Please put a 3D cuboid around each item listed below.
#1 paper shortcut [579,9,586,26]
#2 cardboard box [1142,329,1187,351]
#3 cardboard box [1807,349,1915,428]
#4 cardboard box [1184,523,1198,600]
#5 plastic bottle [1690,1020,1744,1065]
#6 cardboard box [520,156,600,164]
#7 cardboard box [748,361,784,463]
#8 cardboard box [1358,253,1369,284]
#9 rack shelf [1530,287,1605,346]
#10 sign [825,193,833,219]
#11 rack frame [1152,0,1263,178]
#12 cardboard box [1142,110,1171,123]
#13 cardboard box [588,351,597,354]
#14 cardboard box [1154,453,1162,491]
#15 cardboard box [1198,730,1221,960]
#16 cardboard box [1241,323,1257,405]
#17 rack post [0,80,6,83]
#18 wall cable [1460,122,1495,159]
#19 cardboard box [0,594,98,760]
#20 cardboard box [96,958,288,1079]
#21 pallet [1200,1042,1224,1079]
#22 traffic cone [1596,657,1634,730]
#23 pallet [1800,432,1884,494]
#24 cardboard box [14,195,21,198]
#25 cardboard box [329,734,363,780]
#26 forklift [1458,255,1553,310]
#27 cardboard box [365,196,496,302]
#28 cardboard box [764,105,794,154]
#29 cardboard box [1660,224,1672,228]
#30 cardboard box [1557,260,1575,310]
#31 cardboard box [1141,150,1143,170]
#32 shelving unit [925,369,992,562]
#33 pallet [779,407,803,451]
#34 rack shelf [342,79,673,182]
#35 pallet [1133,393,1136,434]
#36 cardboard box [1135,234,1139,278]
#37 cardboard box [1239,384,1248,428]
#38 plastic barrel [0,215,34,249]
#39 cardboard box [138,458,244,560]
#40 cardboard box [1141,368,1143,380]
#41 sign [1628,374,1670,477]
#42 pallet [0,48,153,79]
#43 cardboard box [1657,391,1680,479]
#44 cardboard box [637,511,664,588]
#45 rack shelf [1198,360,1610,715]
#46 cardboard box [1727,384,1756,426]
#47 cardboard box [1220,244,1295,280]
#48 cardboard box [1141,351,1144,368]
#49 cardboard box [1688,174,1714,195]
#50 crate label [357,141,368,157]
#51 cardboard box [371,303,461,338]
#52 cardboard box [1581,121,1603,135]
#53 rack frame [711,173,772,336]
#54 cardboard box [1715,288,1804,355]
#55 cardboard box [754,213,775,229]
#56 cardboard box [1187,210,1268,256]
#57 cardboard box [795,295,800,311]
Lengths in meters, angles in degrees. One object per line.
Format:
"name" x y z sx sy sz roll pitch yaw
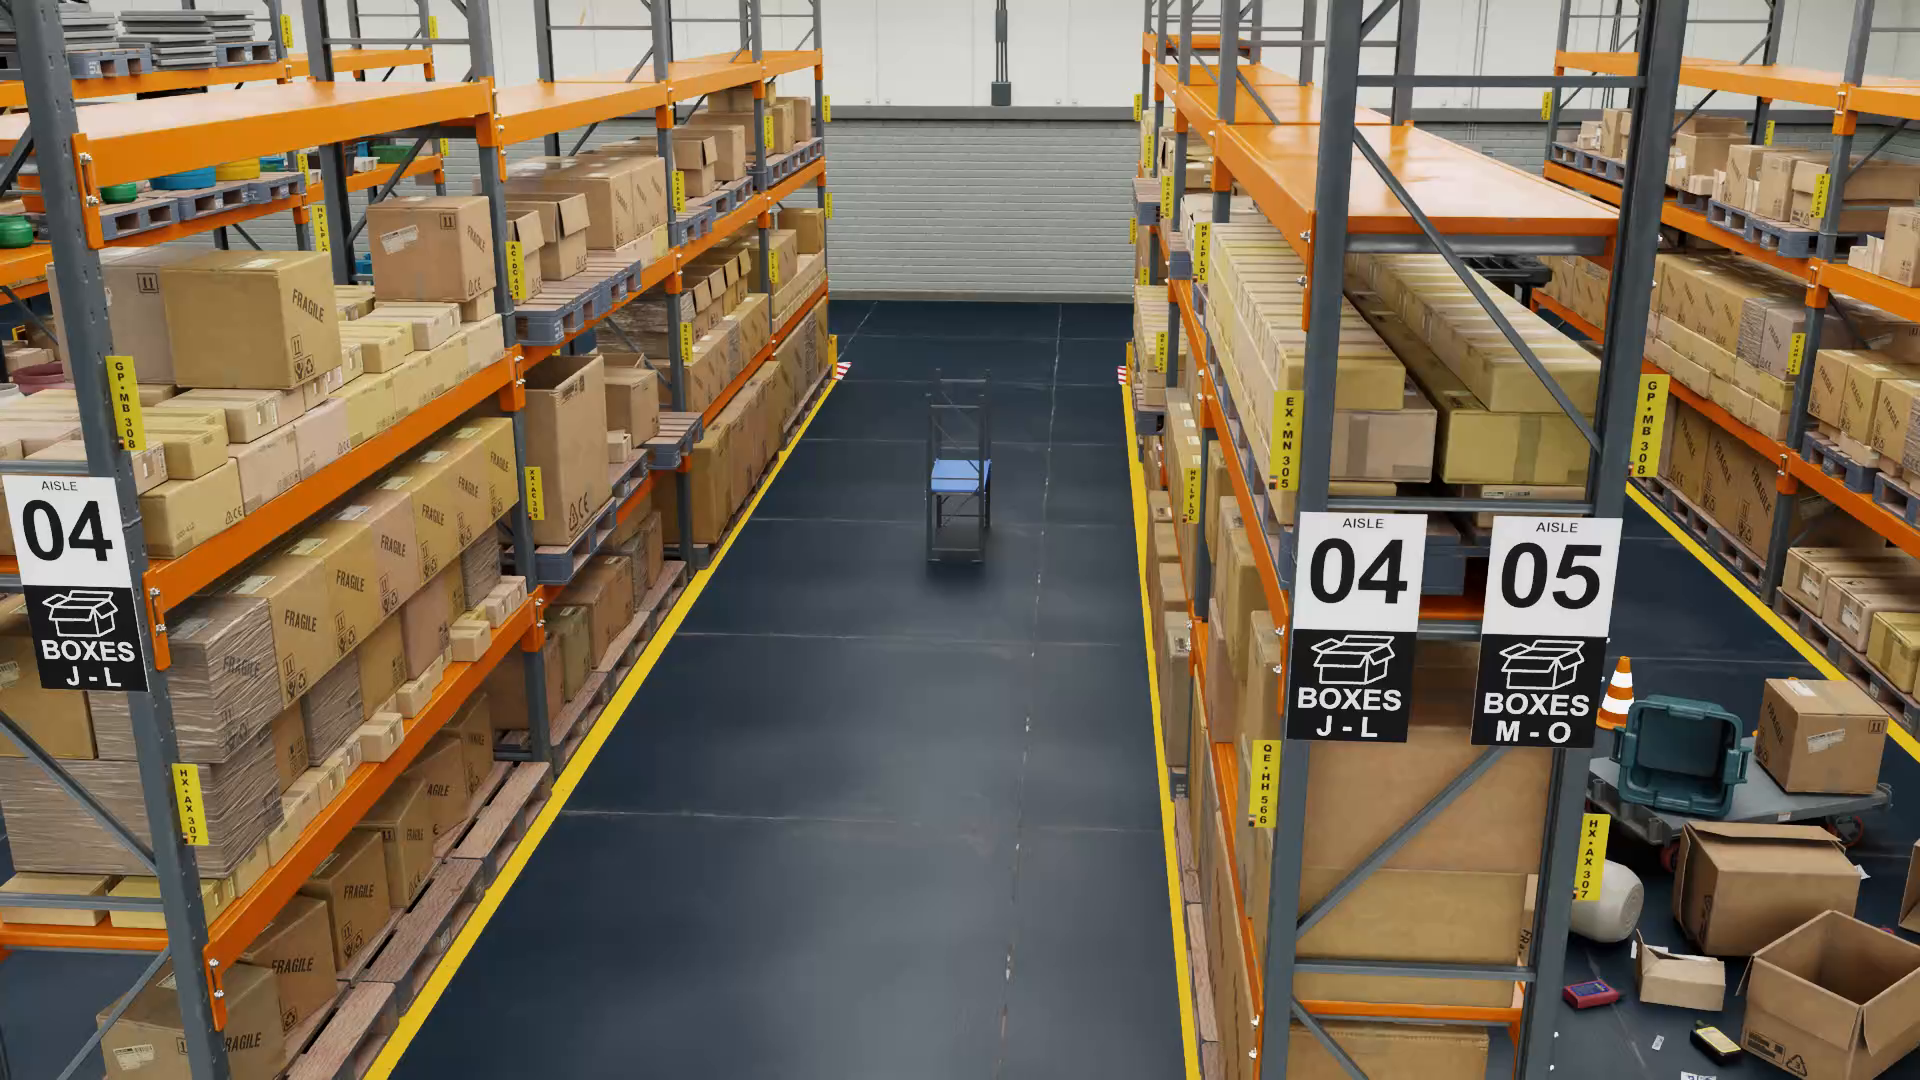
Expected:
"paper shortcut" -3.216 -4.455 14.171 0.009 0.170 0.078 11 -13 1
"cardboard box" 1.785 -1.742 14.522 0.380 0.149 0.250 2 18 6
"cardboard box" 6.834 -1.149 12.627 0.500 0.500 0.500 1 18 2
"cardboard box" 1.637 0.052 10.112 0.500 0.500 0.500 1 18 4
"plastic bottle" 3.568 2.379 7.893 0.133 0.061 0.283 -5 19 -15
"cardboard box" -3.077 -2.687 12.851 0.500 0.500 0.500 1 18 4
"cardboard box" -2.526 -1.349 17.289 1.225 0.875 0.875 1 18 4
"cardboard box" 2.103 -1.309 7.899 0.380 0.149 0.250 2 18 5
"rack shelf" 7.528 -2.417 18.964 1.077 0.370 4.000 1 18 4
"sign" -1.673 -4.247 21.155 0.100 0.325 0.005 1 18 4
"rack frame" 2.440 -5.067 16.263 1.000 3.000 0.127 1 18 4
"cardboard box" 2.348 -4.983 19.621 0.380 0.149 0.250 1 18 4
"cardboard box" -2.999 -1.323 14.309 0.500 0.500 0.500 2 18 6
"cardboard box" 1.940 -0.561 14.279 0.500 0.250 0.500 1 18 3
"cardboard box" 1.690 1.552 8.434 0.875 0.875 0.875 1 18 4
"cardboard box" 1.409 -0.702 6.685 0.500 0.250 0.500 1 18 4
"rack post" -7.959 -3.544 11.293 1.013 1.000 3.121 1 18 4
"wall cable" 8.052 -5.629 25.930 0.585 1.953 0.123 1 18 4
"cardboard box" -3.568 0.528 6.578 0.500 0.500 0.500 1 18 4
"cardboard box" -3.299 2.163 7.172 0.500 0.500 0.500 5 19 14
"pallet" 1.559 2.585 7.021 1.003 0.211 1.213 1 18 4
"traffic cone" 4.527 1.024 11.382 0.336 0.463 0.334 1 18 4
"pallet" 7.153 -0.580 12.512 1.213 0.211 1.003 1 18 4
"cardboard box" -11.852 -4.202 21.489 0.500 0.500 0.500 1 18 3
"cardboard box" -3.019 1.016 7.735 0.380 0.149 0.250 1 18 4
"forklift" 4.636 -1.517 15.173 1.130 2.935 3.031 2 18 5
"cardboard box" -2.852 -1.580 8.998 0.500 0.500 0.500 1 18 2
"cardboard box" -2.282 -4.649 18.809 0.700 0.500 0.500 2 18 6
"cardboard box" 7.244 -3.228 17.476 0.380 0.149 0.250 1 18 4
"cardboard box" 7.287 -2.969 19.334 0.500 0.500 0.500 1 18 4
"cardboard box" 2.397 -4.516 19.638 0.500 0.250 0.500 2 18 6
"shelving unit" -0.006 -0.686 14.936 0.538 1.500 1.048 1 18 4
"pallet" -2.368 -1.268 18.781 1.003 0.211 1.213 1 18 4
"rack shelf" -2.930 -2.814 11.184 1.077 0.370 4.000 1 18 4
"pallet" 2.537 -1.481 19.430 1.003 0.211 1.213 1 18 4
"cardboard box" 2.419 -3.515 20.520 0.500 0.500 0.500 2 18 7
"cardboard box" 1.357 -0.548 6.857 0.380 0.149 0.250 1 18 4
"plastic barrel" -7.694 -2.501 13.497 0.294 0.245 0.294 0 18 0
"cardboard box" -3.068 -0.130 6.252 0.500 0.250 0.500 2 18 6
"cardboard box" 1.789 -1.452 14.594 0.380 0.149 0.250 1 18 3
"sign" 2.133 -0.354 5.164 0.100 0.325 0.005 1 18 4
"pallet" -7.645 -4.021 14.016 1.213 0.211 1.003 1 18 4
"cardboard box" 7.420 -1.133 16.628 0.875 0.875 0.875 2 18 6
"cardboard box" -2.815 0.071 13.524 0.700 0.500 0.500 0 18 1
"rack shelf" 1.723 -0.194 7.364 1.077 0.370 4.000 1 18 4
"cardboard box" 6.896 -1.146 14.170 0.500 0.250 0.500 2 18 5
"cardboard box" 1.447 -1.322 7.937 0.380 0.149 0.250 1 18 3
"cardboard box" 1.786 -1.602 14.573 0.380 0.149 0.250 1 18 4
"cardboard box" 6.944 -3.266 15.284 0.380 0.166 0.250 0 18 0
"crate label" -7.542 -4.787 20.464 0.408 0.251 0.502 1 18 4
"cardboard box" -2.851 -1.150 8.724 0.380 0.149 0.250 0 18 1
"cardboard box" 7.728 -4.839 19.790 0.500 0.250 0.500 0 18 -1
"rack frame" -2.500 -2.359 17.631 1.000 3.000 0.127 1 18 4
"cardboard box" 6.944 -1.898 14.458 0.500 0.500 0.500 1 18 4
"cardboard box" -2.553 -3.729 20.372 0.500 0.500 0.500 1 18 3
"cardboard box" 1.809 -2.069 11.239 0.500 0.311 0.500 1 18 3
"cardboard box" -2.055 -2.726 19.157 0.380 0.149 0.250 1 18 5
